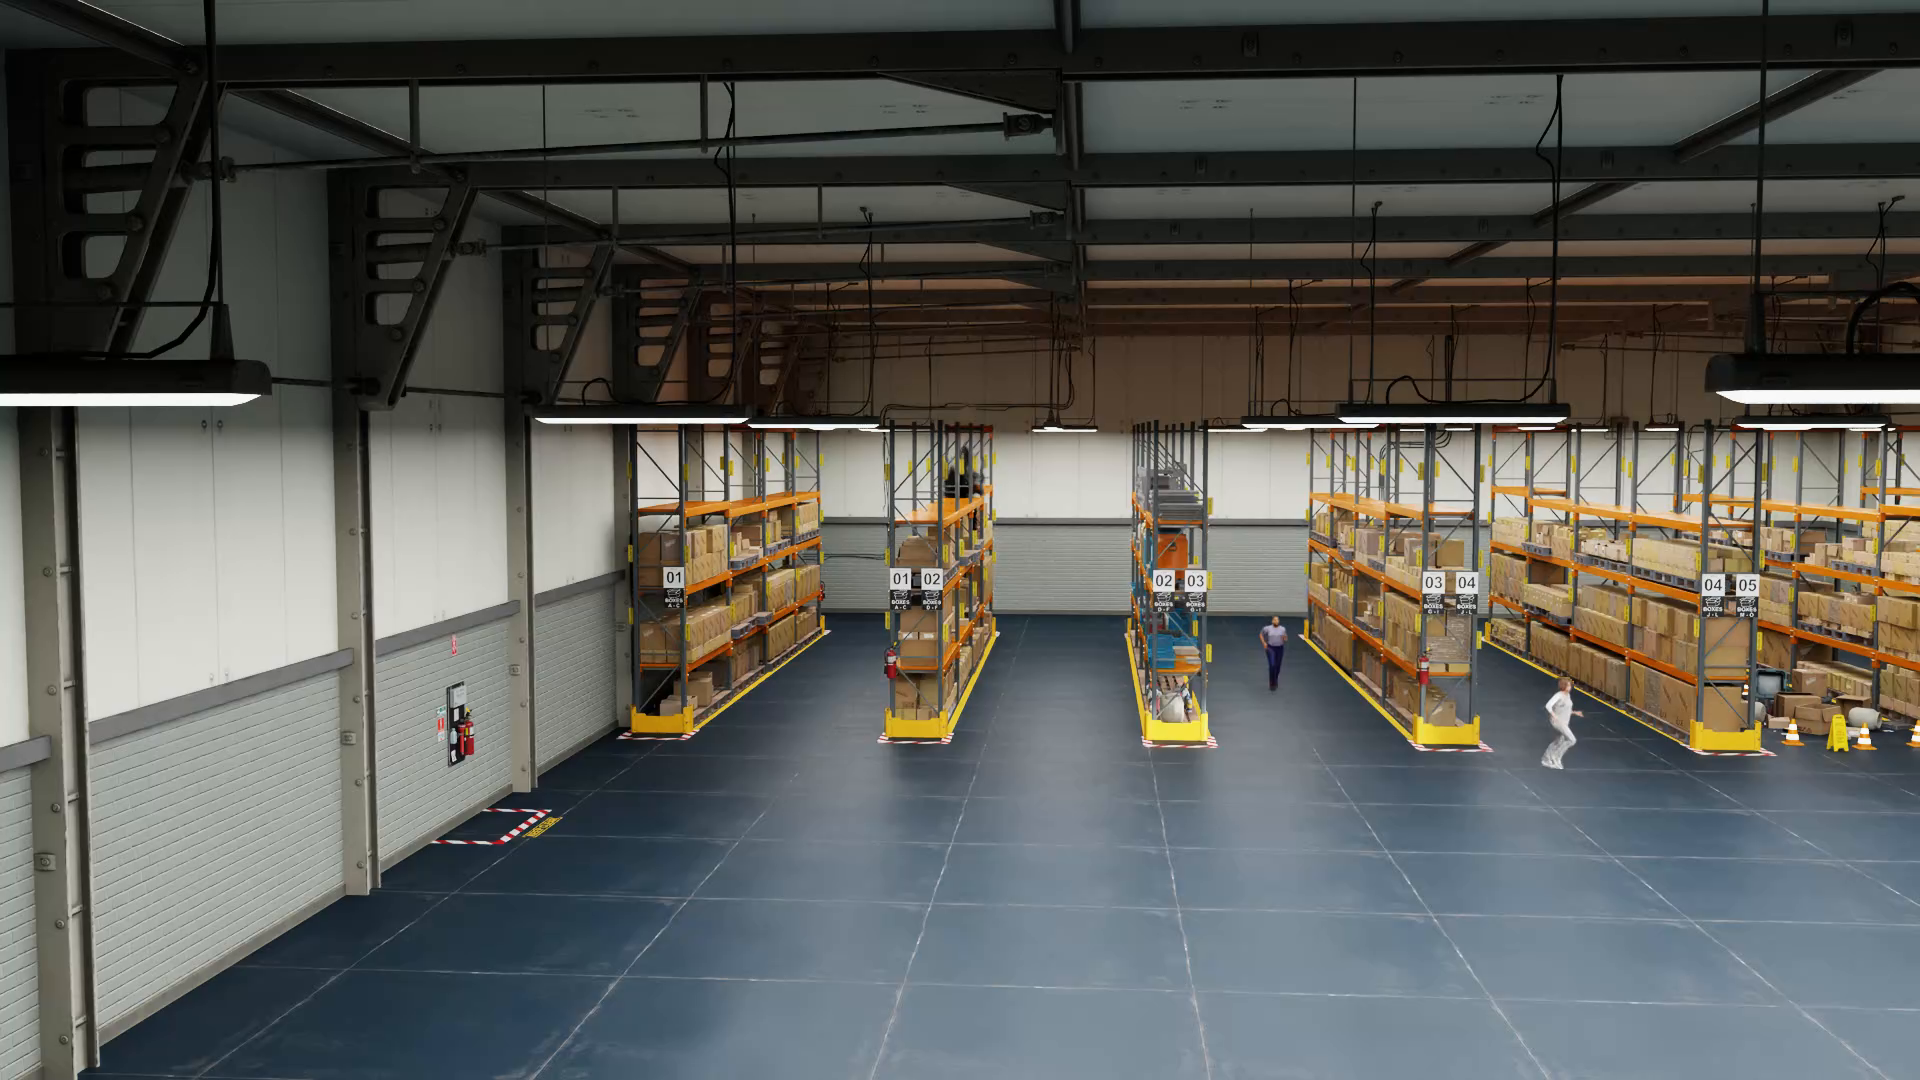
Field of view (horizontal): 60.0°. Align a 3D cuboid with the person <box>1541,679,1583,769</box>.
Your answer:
[{"bbox_3d":[10.270,3.143,28.418,0.696,1.561,0.493,3,4,35],"label":"person"}]

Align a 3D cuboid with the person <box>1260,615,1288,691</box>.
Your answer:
[{"bbox_3d":[7.090,2.543,37.471,0.587,1.711,0.705,0,4,-7],"label":"person"}]
